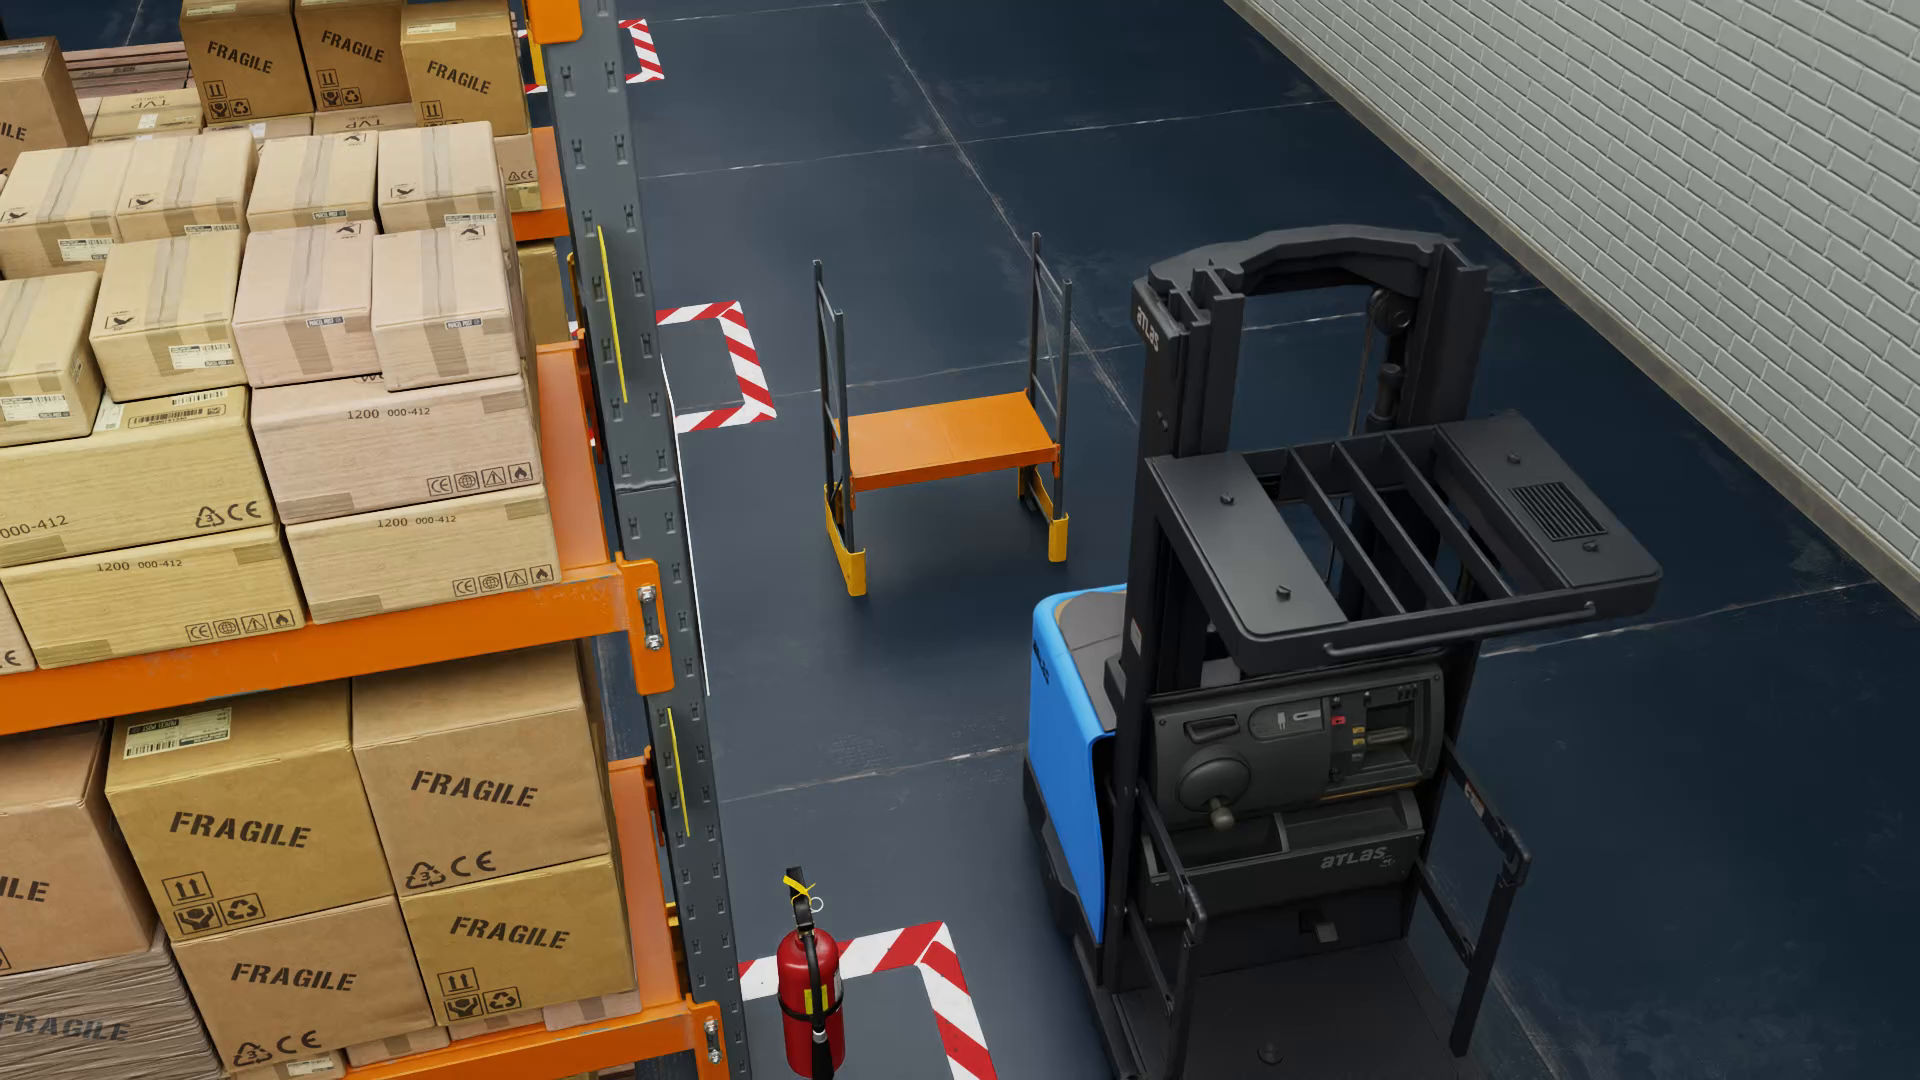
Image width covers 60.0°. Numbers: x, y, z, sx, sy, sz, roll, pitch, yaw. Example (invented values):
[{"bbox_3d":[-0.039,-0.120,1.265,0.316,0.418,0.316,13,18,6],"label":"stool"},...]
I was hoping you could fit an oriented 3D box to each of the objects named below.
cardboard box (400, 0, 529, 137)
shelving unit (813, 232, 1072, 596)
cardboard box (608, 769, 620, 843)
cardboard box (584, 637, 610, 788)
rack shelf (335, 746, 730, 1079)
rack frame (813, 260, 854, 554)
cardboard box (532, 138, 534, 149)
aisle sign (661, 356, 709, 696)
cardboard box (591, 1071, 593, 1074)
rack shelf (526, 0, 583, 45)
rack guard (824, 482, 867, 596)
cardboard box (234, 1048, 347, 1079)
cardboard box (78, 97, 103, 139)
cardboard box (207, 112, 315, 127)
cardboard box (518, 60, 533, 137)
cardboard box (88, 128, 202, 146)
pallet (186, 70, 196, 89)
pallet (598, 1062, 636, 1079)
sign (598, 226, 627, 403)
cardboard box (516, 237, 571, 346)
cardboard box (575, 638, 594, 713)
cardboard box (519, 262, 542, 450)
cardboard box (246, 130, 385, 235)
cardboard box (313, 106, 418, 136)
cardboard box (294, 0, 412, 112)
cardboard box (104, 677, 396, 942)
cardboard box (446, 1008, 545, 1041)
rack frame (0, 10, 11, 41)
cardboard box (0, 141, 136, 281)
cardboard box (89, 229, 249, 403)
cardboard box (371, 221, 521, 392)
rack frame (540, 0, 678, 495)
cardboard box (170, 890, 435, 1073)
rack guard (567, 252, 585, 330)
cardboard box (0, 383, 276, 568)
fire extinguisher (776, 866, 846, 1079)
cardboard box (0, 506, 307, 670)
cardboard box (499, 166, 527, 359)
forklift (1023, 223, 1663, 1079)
[{"bbox_3d":[-2.372,-2.255,7.969,0.500,0.500,0.500,-9,38,-11],"label":"cardboard box"},{"bbox_3d":[-0.074,-0.584,7.758,1.083,1.500,0.587,-9,38,-12],"label":"shelving unit"},{"bbox_3d":[-1.173,0.755,4.981,0.250,0.149,0.380,-10,38,-12],"label":"cardboard box"},{"bbox_3d":[-1.280,0.547,4.718,0.500,0.500,0.500,-8,38,-10],"label":"cardboard box"},{"bbox_3d":[-2.706,1.398,4.525,4.000,0.370,1.077,-9,38,-12],"label":"rack shelf"},{"bbox_3d":[-0.573,-0.502,7.651,0.032,1.500,0.500,-9,38,-12],"label":"rack frame"},{"bbox_3d":[-2.399,-2.167,8.800,0.250,0.149,0.380,-9,38,-11],"label":"cardboard box"},{"bbox_3d":[-0.626,-0.072,3.715,0.004,0.787,0.394,-9,38,-12],"label":"aisle sign"},{"bbox_3d":[-1.348,1.576,5.457,0.250,0.149,0.380,-8,38,-10],"label":"cardboard box"},{"bbox_3d":[-2.706,-0.983,2.703,4.000,0.370,1.077,-9,38,-12],"label":"rack shelf"},{"bbox_3d":[-0.554,-0.008,8.035,0.087,0.250,0.587,-9,38,-12],"label":"rack guard"},{"bbox_3d":[-1.744,1.233,4.355,0.250,0.149,0.380,-8,38,-11],"label":"cardboard box"},{"bbox_3d":[-4.483,-1.943,8.179,0.500,0.250,0.500,-9,38,-11],"label":"cardboard box"},{"bbox_3d":[-3.490,-2.107,8.393,0.500,0.250,0.500,-11,39,-13],"label":"cardboard box"},{"bbox_3d":[-2.504,-2.270,8.607,0.500,0.250,0.500,-10,39,-13],"label":"cardboard box"},{"bbox_3d":[-3.852,-1.710,7.874,0.500,0.250,0.500,-9,38,-12],"label":"cardboard box"},{"bbox_3d":[-5.244,-3.628,12.799,1.213,0.211,1.003,-9,38,-12],"label":"pallet"},{"bbox_3d":[-1.642,2.023,5.411,1.213,0.211,1.003,-9,38,-12],"label":"pallet"},{"bbox_3d":[-0.650,-0.418,3.110,0.005,0.325,0.100,-9,38,-12],"label":"sign"},{"bbox_3d":[-2.568,-1.304,8.868,0.875,0.875,0.875,-9,38,-12],"label":"cardboard box"},{"bbox_3d":[-1.278,0.156,4.406,0.500,0.500,0.500,-10,38,-12],"label":"cardboard box"},{"bbox_3d":[-1.275,-0.415,3.957,0.500,0.250,0.500,-8,38,-10],"label":"cardboard box"},{"bbox_3d":[-1.398,-0.745,3.650,0.250,0.149,0.380,-8,38,-10],"label":"cardboard box"},{"bbox_3d":[-2.859,-1.876,8.091,0.500,0.250,0.500,-10,39,-13],"label":"cardboard box"},{"bbox_3d":[-2.987,-2.489,8.276,0.500,0.500,0.500,-10,39,-13],"label":"cardboard box"},{"bbox_3d":[-1.641,0.540,3.905,0.500,0.500,0.500,-11,39,-13],"label":"cardboard box"},{"bbox_3d":[-1.266,1.130,4.490,0.250,0.149,0.380,-9,38,-12],"label":"cardboard box"},{"bbox_3d":[-7.123,-4.401,11.514,0.127,3.000,1.000,-9,38,-12],"label":"rack frame"},{"bbox_3d":[-1.914,-0.707,3.600,0.250,0.149,0.380,-9,38,-11],"label":"cardboard box"},{"bbox_3d":[-1.530,-0.445,3.257,0.250,0.149,0.380,-10,39,-13],"label":"cardboard box"},{"bbox_3d":[-1.019,-0.468,3.287,0.250,0.149,0.380,-10,38,-12],"label":"cardboard box"},{"bbox_3d":[-0.775,-1.587,2.897,0.127,3.000,1.000,-9,38,-12],"label":"rack frame"},{"bbox_3d":[-1.640,0.939,4.206,0.500,0.500,0.500,-10,39,-13],"label":"cardboard box"},{"bbox_3d":[-1.947,-1.140,9.309,0.348,0.500,1.175,-9,38,-12],"label":"rack guard"},{"bbox_3d":[-1.647,-0.231,3.305,0.500,0.250,0.500,-10,39,-13],"label":"cardboard box"},{"bbox_3d":[-0.411,1.206,4.555,0.183,0.674,0.296,-9,38,-12],"label":"fire extinguisher"},{"bbox_3d":[-1.636,-0.024,3.446,0.500,0.250,0.500,-9,38,-12],"label":"cardboard box"},{"bbox_3d":[-1.276,-0.616,3.809,0.500,0.250,0.500,-9,38,-11],"label":"cardboard box"},{"bbox_3d":[1.086,0.705,4.896,1.130,2.935,3.031,-8,38,-10],"label":"forklift"}]
